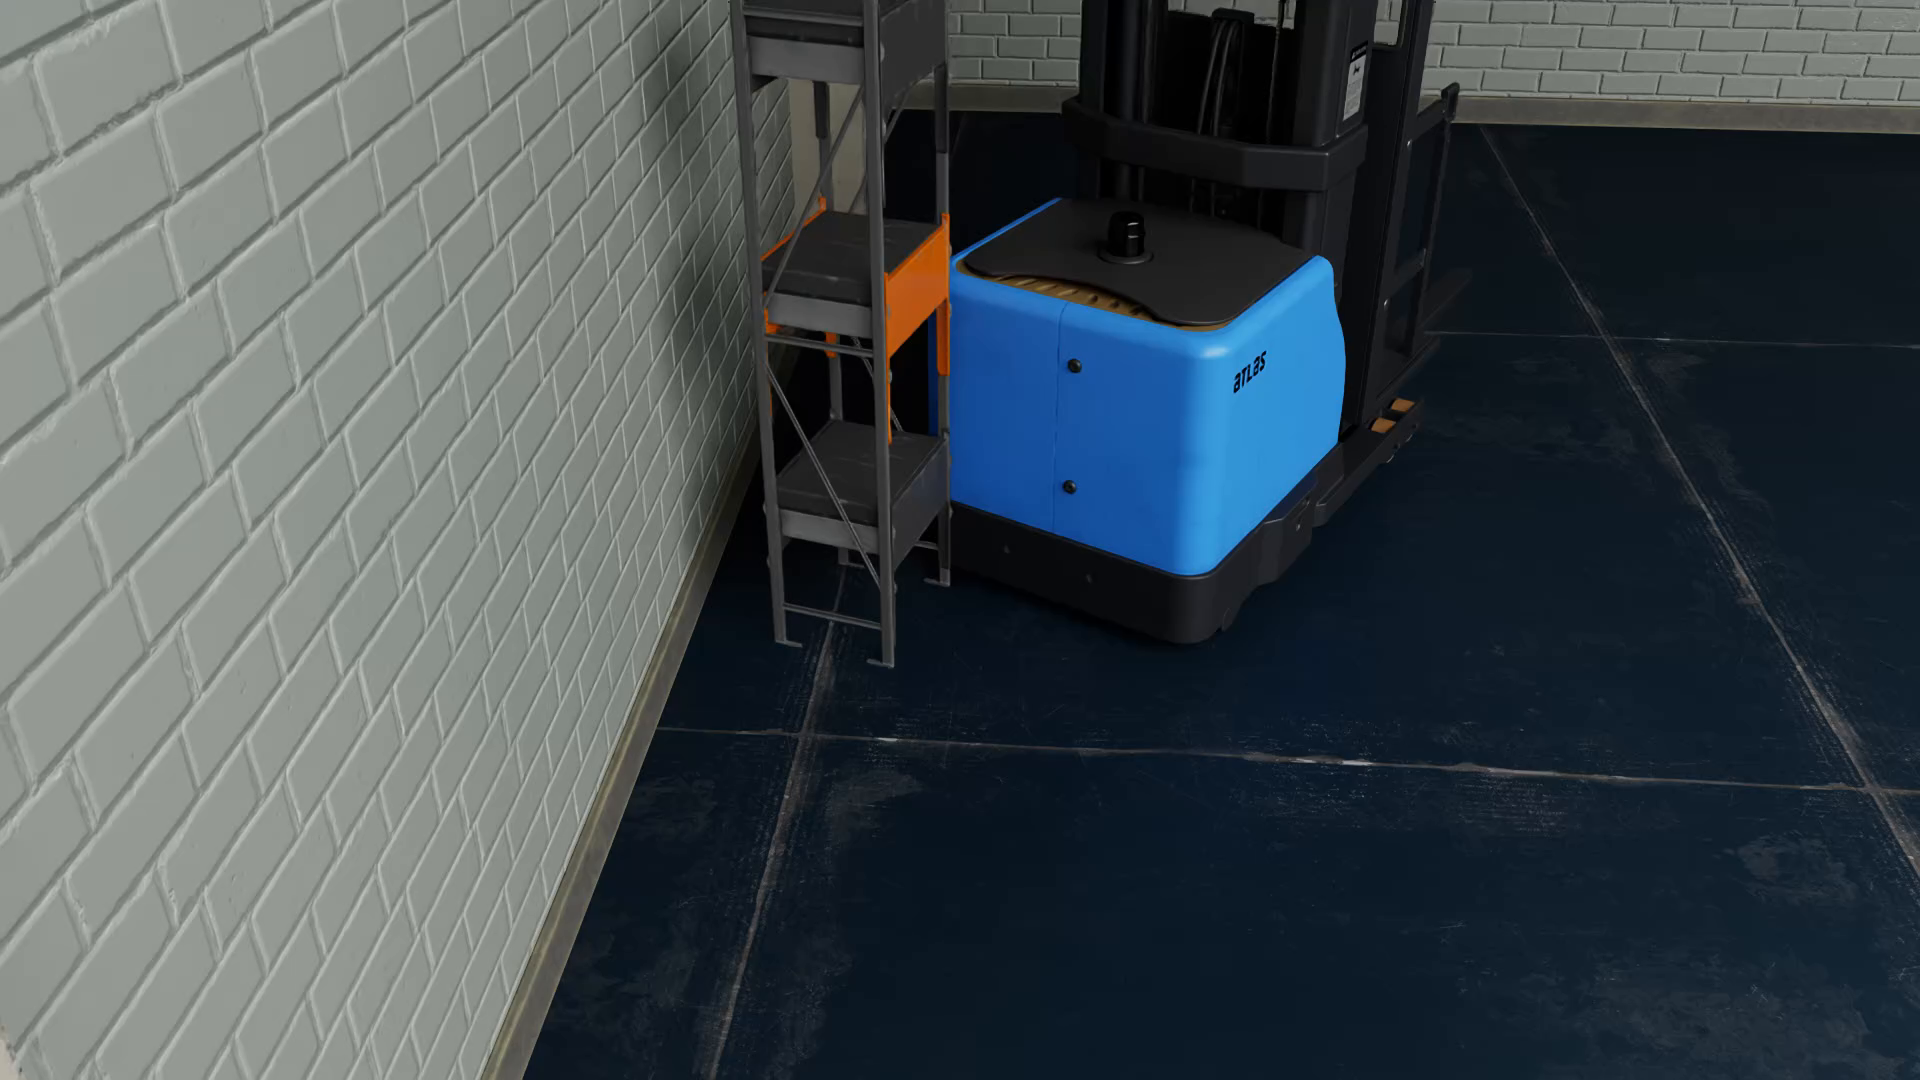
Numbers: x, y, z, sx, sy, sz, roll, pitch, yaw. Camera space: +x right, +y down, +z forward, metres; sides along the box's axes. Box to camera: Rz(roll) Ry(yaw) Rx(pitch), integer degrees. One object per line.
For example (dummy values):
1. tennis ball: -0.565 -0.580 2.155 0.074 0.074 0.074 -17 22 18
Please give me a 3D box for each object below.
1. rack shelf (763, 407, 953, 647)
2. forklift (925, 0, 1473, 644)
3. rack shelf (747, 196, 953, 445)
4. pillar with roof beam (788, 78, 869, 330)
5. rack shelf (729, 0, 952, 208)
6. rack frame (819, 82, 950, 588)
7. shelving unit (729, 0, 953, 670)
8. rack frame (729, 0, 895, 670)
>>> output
1. rack shelf: -0.306 -0.049 5.188 0.431 0.518 0.480 11 33 17
2. forklift: 1.115 -1.660 5.650 1.130 2.935 3.031 19 36 28
3. rack shelf: -0.306 -0.645 4.821 0.431 0.518 0.480 11 33 17
4. pillar with roof beam: 3.763 -4.662 4.737 9.100 9.000 0.400 2 32 4
5. rack shelf: -0.307 -1.241 4.454 0.431 0.518 0.480 11 33 17
6. rack frame: -0.222 -0.776 5.009 0.400 2.100 0.015 11 33 17
7. shelving unit: -0.306 -0.656 4.814 0.431 2.100 0.503 11 33 17
8. rack frame: -0.391 -0.536 4.619 0.400 2.100 0.015 11 33 17
